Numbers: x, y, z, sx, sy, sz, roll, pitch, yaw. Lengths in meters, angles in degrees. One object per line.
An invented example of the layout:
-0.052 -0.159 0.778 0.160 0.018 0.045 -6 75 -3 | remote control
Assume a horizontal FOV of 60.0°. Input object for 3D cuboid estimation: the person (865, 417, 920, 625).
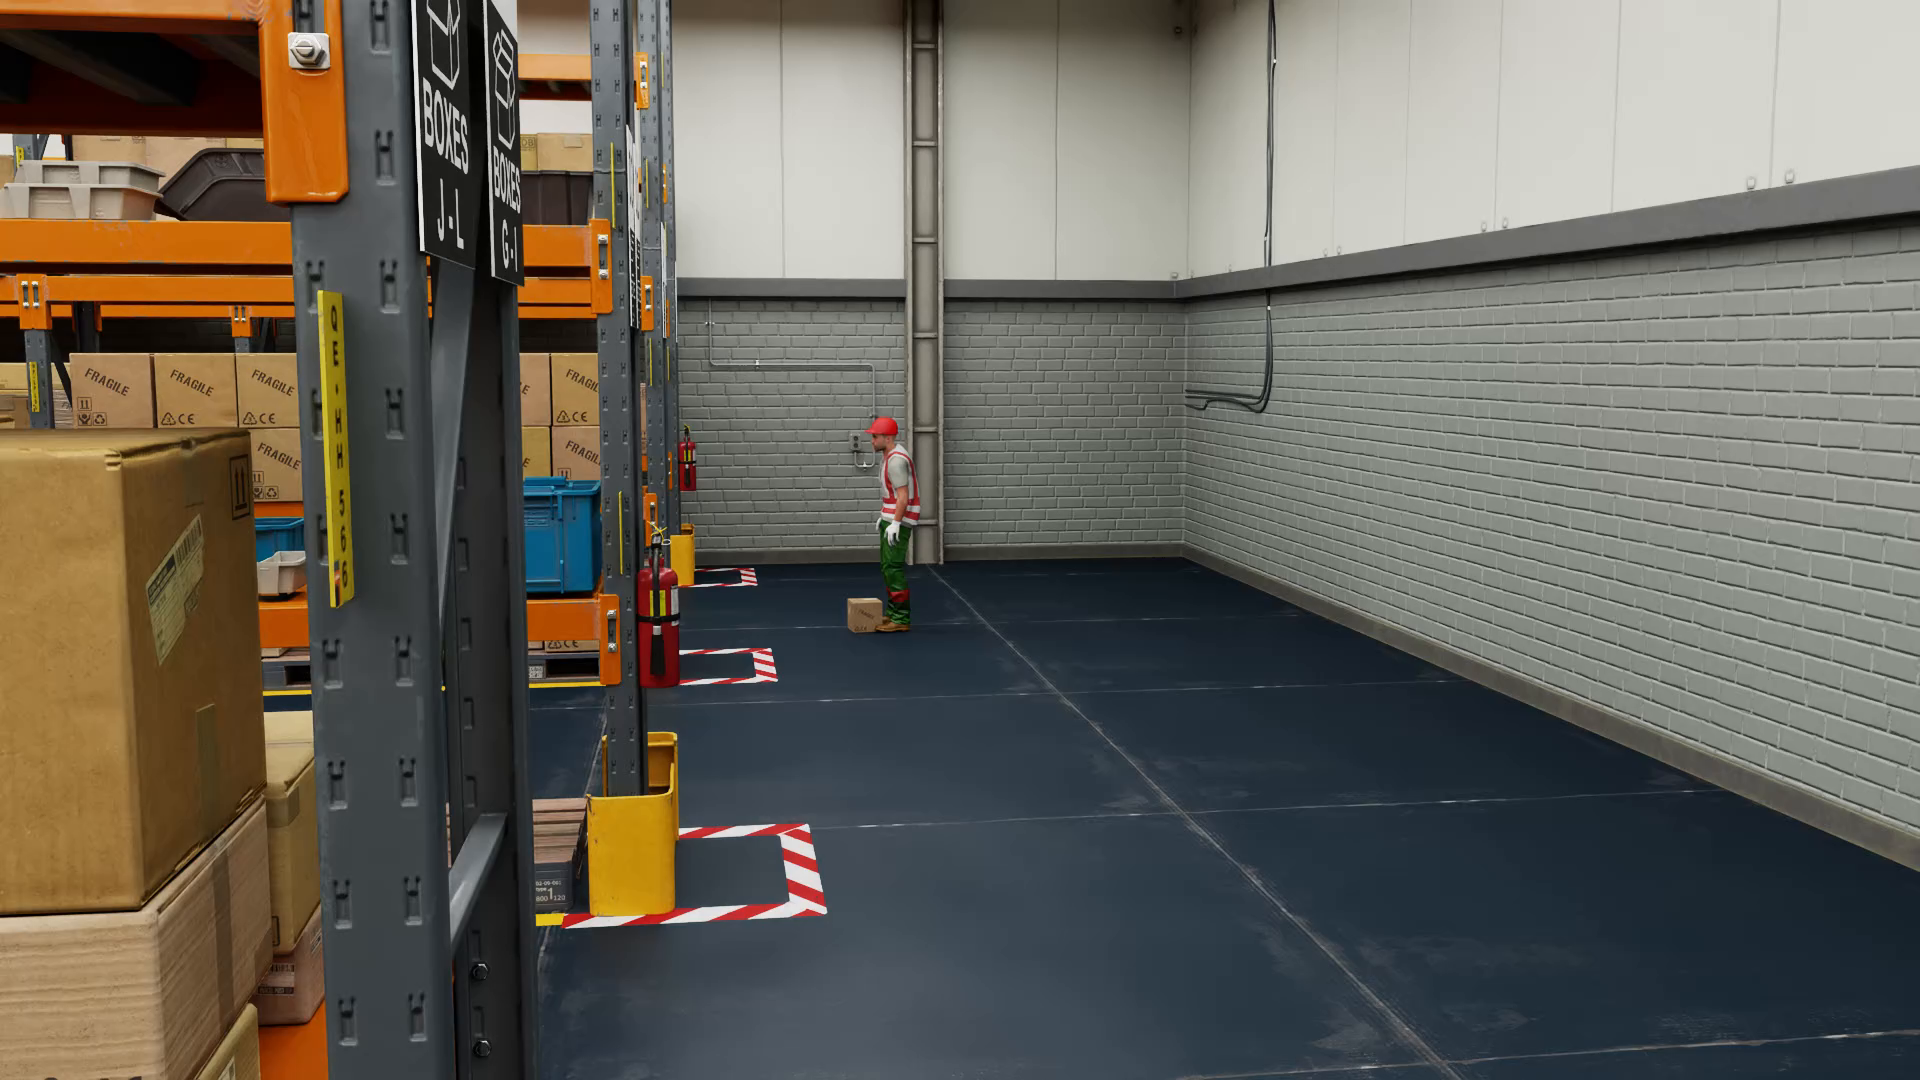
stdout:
-0.568 -0.161 13.821 0.453 1.721 0.590 -1 7 -10 | person
